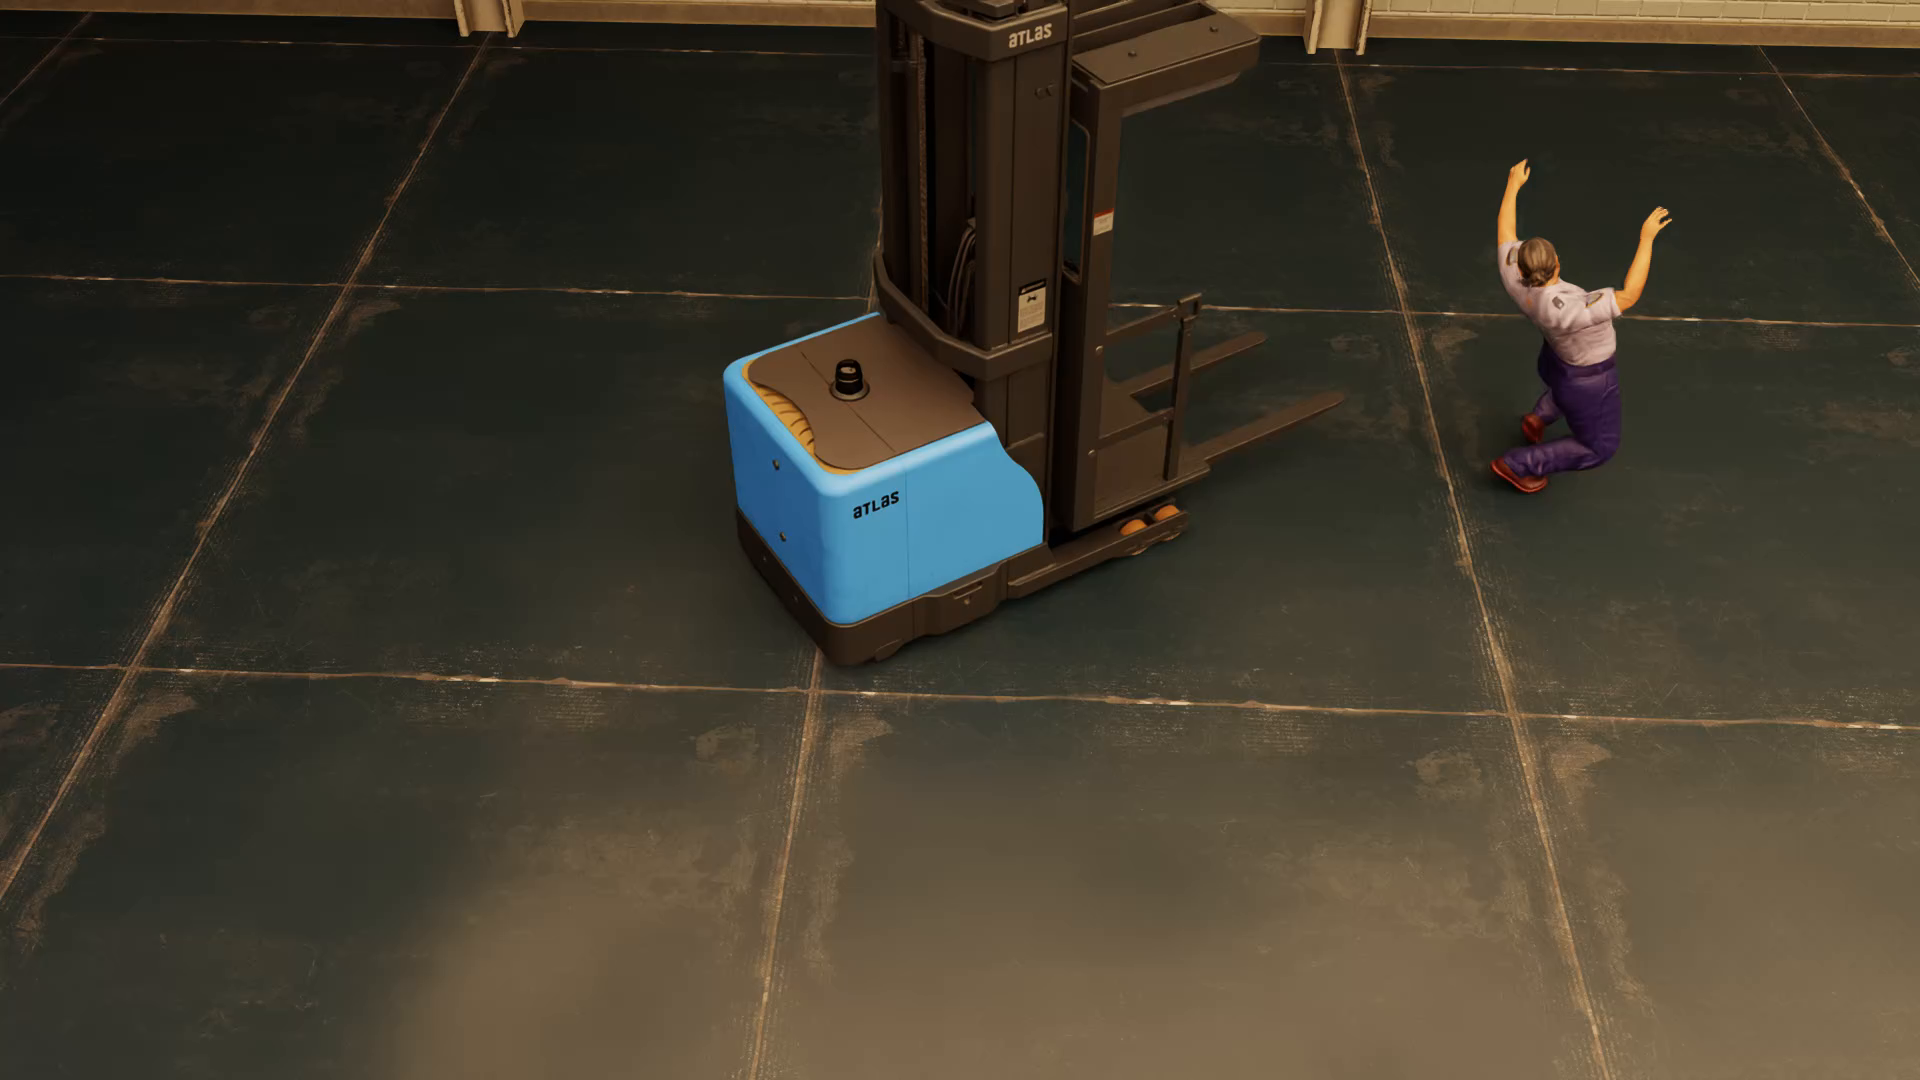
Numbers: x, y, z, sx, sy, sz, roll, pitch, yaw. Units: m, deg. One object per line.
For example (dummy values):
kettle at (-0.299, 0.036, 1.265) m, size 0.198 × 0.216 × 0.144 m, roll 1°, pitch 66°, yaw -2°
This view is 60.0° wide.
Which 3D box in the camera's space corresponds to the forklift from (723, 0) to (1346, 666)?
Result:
forklift at (0.486, -1.294, 7.160) m, size 3.031 × 2.935 × 1.130 m, roll -23°, pitch 47°, yaw -23°

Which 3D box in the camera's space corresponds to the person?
person at (2.844, -1.012, 7.892) m, size 0.764 × 1.579 × 0.992 m, roll -7°, pitch 43°, yaw -7°
